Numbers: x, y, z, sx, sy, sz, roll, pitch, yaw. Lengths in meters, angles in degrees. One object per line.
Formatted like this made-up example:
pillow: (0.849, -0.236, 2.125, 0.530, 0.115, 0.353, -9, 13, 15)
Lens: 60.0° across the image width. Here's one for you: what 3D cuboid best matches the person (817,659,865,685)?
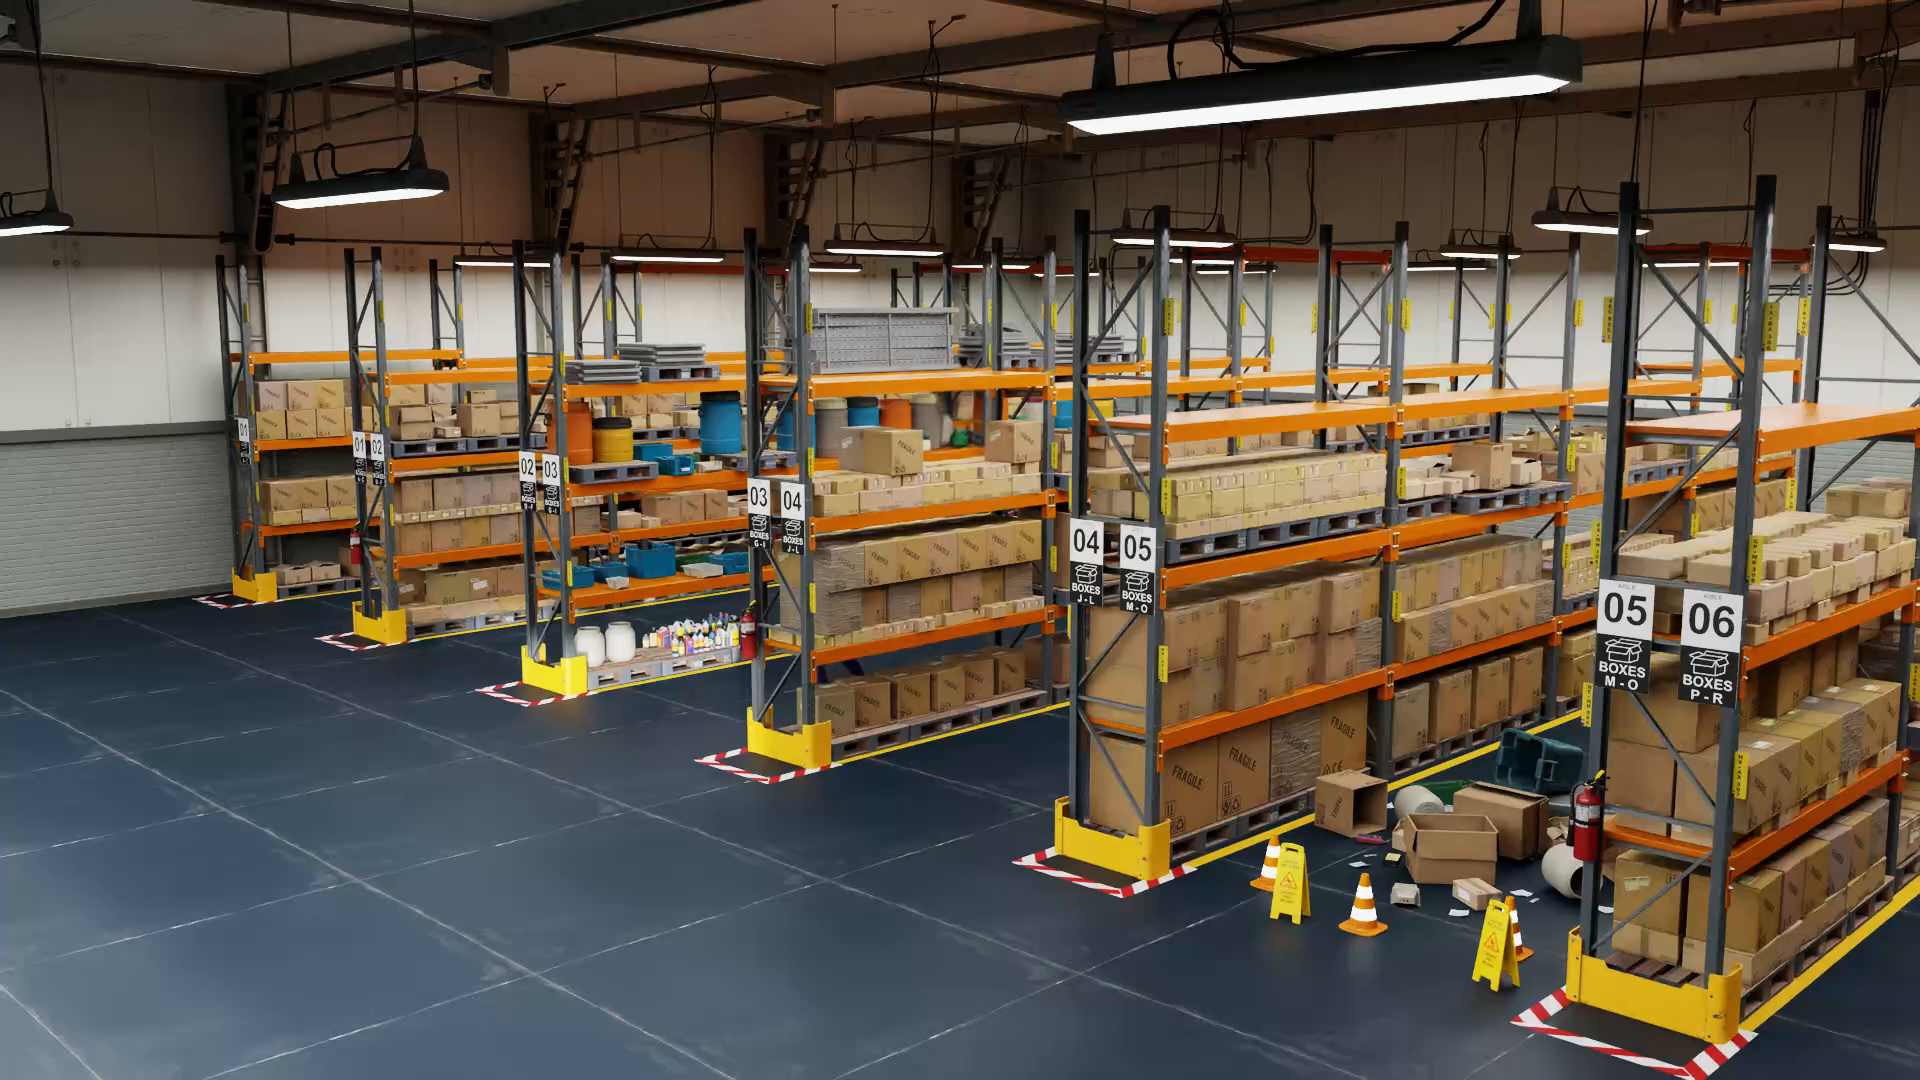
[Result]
person: (-1.599, 1.344, 21.839, 0.597, 1.546, 0.911, 8, 11, 44)
